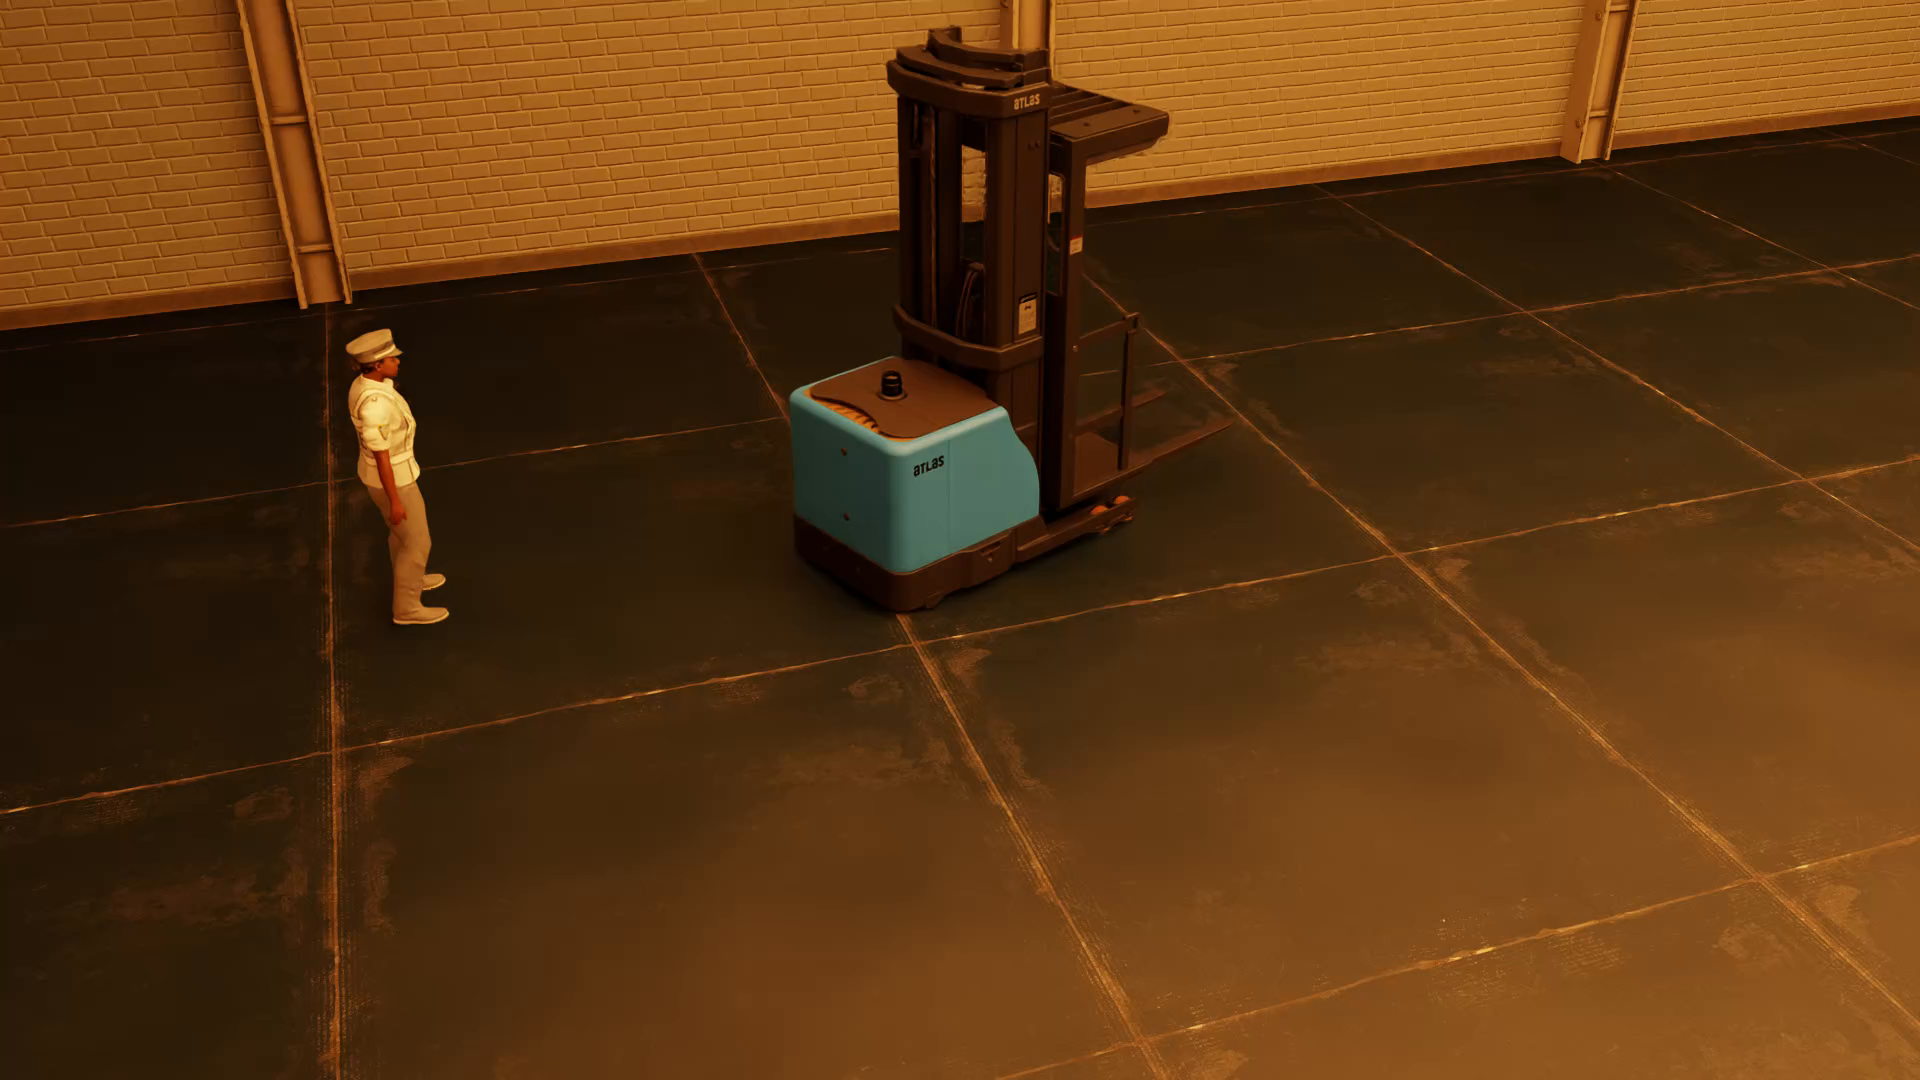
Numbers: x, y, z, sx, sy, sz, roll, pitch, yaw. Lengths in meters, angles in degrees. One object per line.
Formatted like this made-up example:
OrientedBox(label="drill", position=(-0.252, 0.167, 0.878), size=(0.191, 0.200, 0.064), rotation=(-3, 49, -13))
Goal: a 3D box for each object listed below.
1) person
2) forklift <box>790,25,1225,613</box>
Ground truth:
OrientedBox(label="person", position=(-3.040, -0.341, 8.950), size=(0.362, 1.665, 0.586), rotation=(-14, 33, -23))
OrientedBox(label="forklift", position=(0.439, -1.496, 9.687), size=(3.031, 2.935, 1.130), rotation=(-26, 39, -37))
